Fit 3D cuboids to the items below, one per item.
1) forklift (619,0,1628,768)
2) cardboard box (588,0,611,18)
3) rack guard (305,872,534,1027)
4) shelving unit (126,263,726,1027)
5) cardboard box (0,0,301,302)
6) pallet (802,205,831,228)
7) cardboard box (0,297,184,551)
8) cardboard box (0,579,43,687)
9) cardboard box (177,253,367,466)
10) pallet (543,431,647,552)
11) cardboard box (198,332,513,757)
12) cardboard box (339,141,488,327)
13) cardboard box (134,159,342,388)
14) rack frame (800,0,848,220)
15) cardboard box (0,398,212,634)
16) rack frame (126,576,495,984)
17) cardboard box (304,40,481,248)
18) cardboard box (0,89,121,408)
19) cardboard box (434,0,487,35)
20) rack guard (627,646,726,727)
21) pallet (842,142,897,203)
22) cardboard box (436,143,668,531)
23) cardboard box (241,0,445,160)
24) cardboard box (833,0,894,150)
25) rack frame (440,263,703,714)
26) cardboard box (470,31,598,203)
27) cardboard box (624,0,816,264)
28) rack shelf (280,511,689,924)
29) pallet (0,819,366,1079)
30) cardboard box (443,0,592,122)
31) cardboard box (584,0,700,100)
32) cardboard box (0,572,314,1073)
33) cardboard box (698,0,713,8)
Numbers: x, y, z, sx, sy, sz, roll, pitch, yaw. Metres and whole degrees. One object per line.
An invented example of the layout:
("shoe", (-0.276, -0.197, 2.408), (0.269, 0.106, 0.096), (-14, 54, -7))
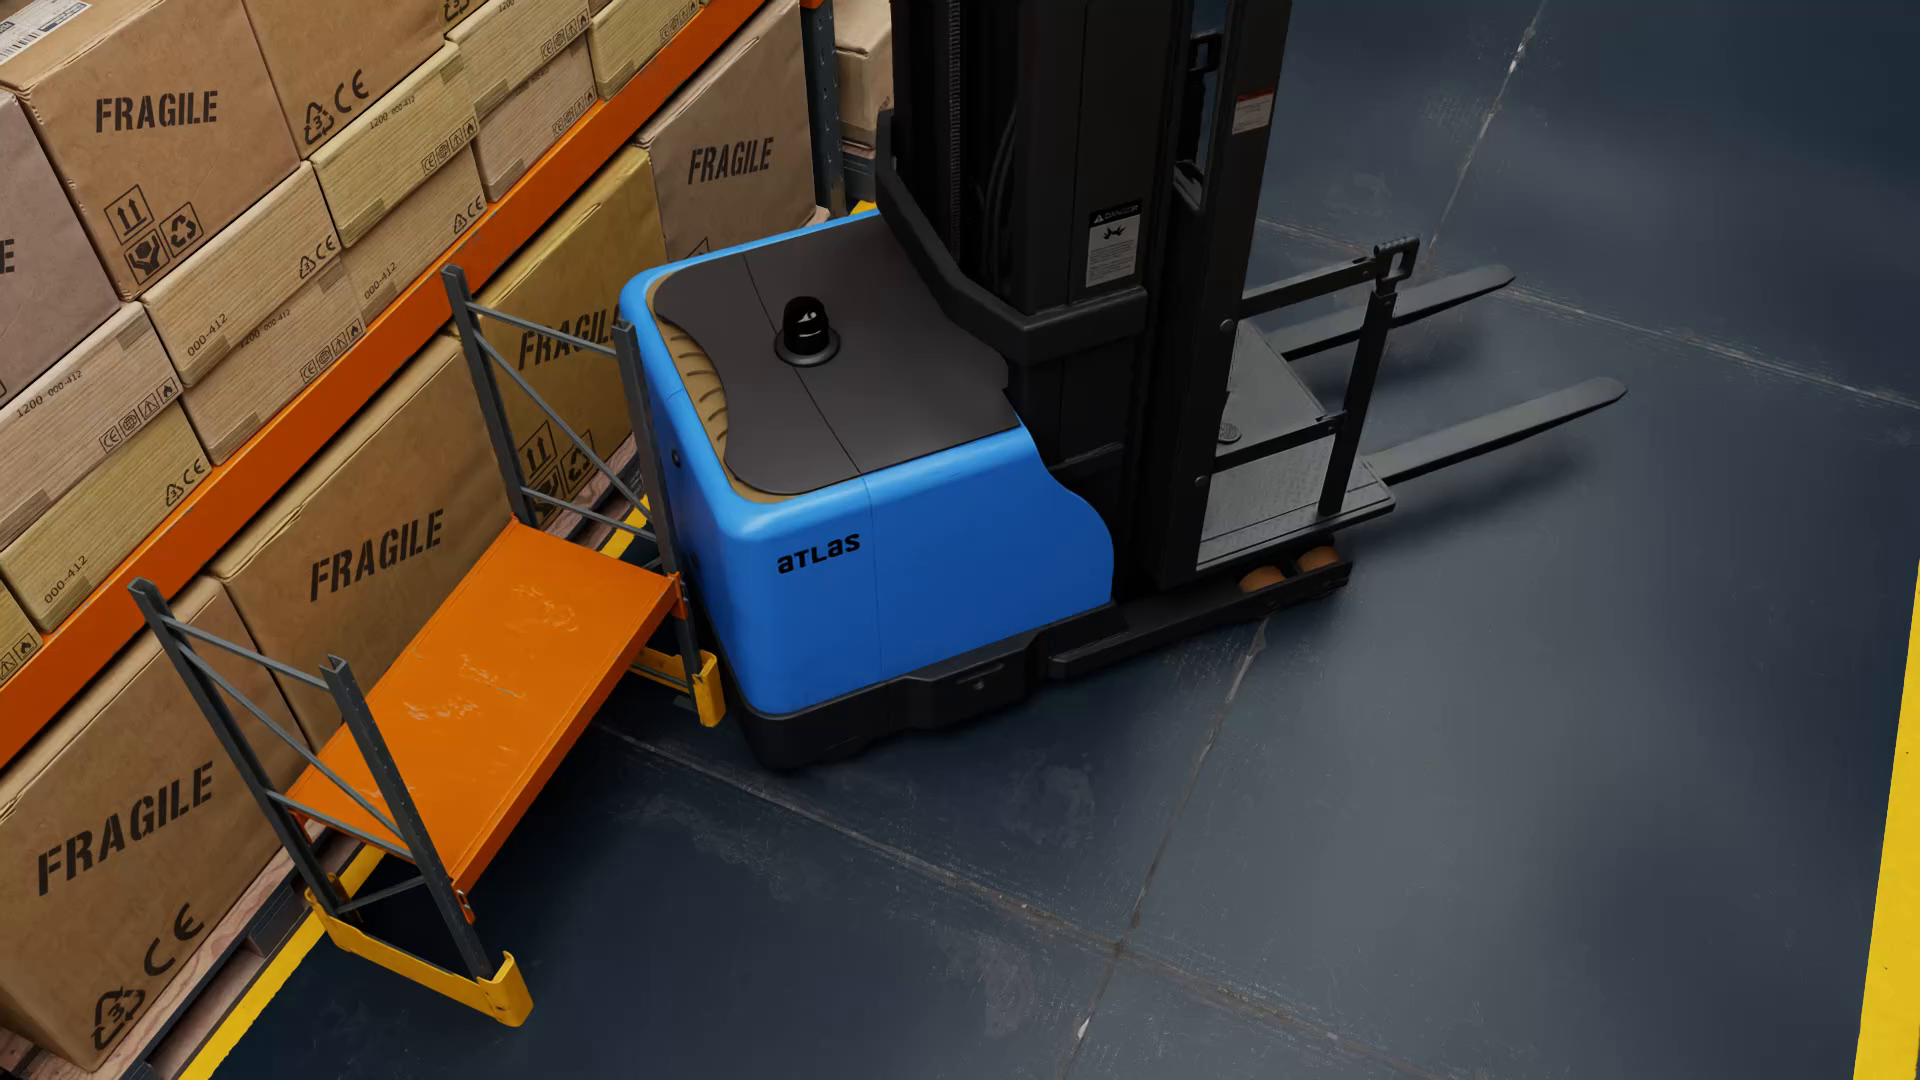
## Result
("forklift", (0.638, -1.067, 4.233), (3.031, 2.935, 1.130), (-18, 52, -15))
("cardboard box", (-1.081, -1.708, 4.504), (0.500, 0.250, 0.500), (21, 53, 17))
("rack guard", (-1.365, 1.036, 4.205), (0.587, 0.250, 0.087), (19, 52, 15))
("shelving unit", (-1.161, 0.285, 4.023), (0.587, 1.500, 1.083), (19, 52, 15))
("cardboard box", (-1.744, -0.882, 3.309), (0.500, 0.500, 0.500), (21, 53, 17))
("pallet", (-1.167, -0.864, 5.847), (1.003, 0.211, 1.213), (20, 52, 16))
("cardboard box", (-1.953, -0.307, 3.312), (0.500, 0.250, 0.500), (21, 53, 17))
("cardboard box", (-2.178, 0.224, 3.188), (0.500, 0.250, 0.500), (19, 52, 15))
("cardboard box", (-1.745, -0.495, 3.800), (0.500, 0.250, 0.500), (21, 53, 17))
("pallet", (-1.687, -0.021, 5.129), (1.003, 0.211, 1.213), (20, 52, 16))
("cardboard box", (-1.859, -0.078, 4.467), (0.875, 0.875, 0.875), (20, 53, 17))
("cardboard box", (-1.537, -0.836, 4.090), (0.500, 0.250, 0.500), (20, 52, 16))
("cardboard box", (-1.728, -0.646, 3.600), (0.500, 0.250, 0.500), (20, 52, 16))
("rack frame", (-0.905, -2.324, 5.258), (1.000, 3.000, 0.127), (20, 52, 16))
("cardboard box", (-1.974, -0.135, 3.494), (0.500, 0.250, 0.500), (18, 52, 15))
("rack frame", (-1.373, 0.644, 3.717), (0.500, 1.500, 0.032), (19, 52, 15))
("cardboard box", (-1.500, -0.991, 3.894), (0.500, 0.250, 0.500), (21, 53, 17))
("cardboard box", (-1.979, -0.531, 3.010), (0.500, 0.500, 0.500), (20, 52, 16))
("cardboard box", (-1.318, -1.590, 3.911), (0.500, 0.500, 0.500), (21, 53, 17))
("rack guard", (-0.957, 0.344, 4.794), (0.587, 0.250, 0.087), (19, 52, 15))
("pallet", (-0.510, -1.918, 6.744), (1.003, 0.211, 1.213), (20, 52, 16))
("cardboard box", (-1.477, -0.694, 4.990), (0.875, 0.875, 0.875), (21, 53, 17))
("cardboard box", (-1.525, -1.228, 3.603), (0.500, 0.500, 0.500), (21, 53, 17))
("cardboard box", (-0.540, -2.027, 6.412), (0.875, 0.438, 0.875), (19, 52, 16))
("rack frame", (-0.956, -0.062, 4.318), (0.500, 1.500, 0.032), (19, 52, 15))
("cardboard box", (-1.320, -1.193, 4.394), (0.500, 0.250, 0.500), (19, 52, 15))
("cardboard box", (-1.098, -1.318, 5.522), (0.875, 0.875, 0.875), (21, 53, 17))
("rack shelf", (-1.165, 0.407, 4.155), (0.538, 0.185, 1.000), (19, 52, 15))
("pallet", (-2.209, 0.816, 4.417), (1.003, 0.211, 1.213), (20, 52, 16))
("cardboard box", (-1.296, -1.349, 4.199), (0.500, 0.250, 0.500), (21, 53, 17))
("cardboard box", (-1.088, -1.534, 4.684), (0.500, 0.250, 0.500), (19, 52, 16))
("cardboard box", (-2.244, 0.534, 3.945), (0.875, 0.875, 0.875), (19, 52, 16))
("cardboard box", (-0.869, -1.884, 4.982), (0.500, 0.250, 0.500), (19, 52, 15))
